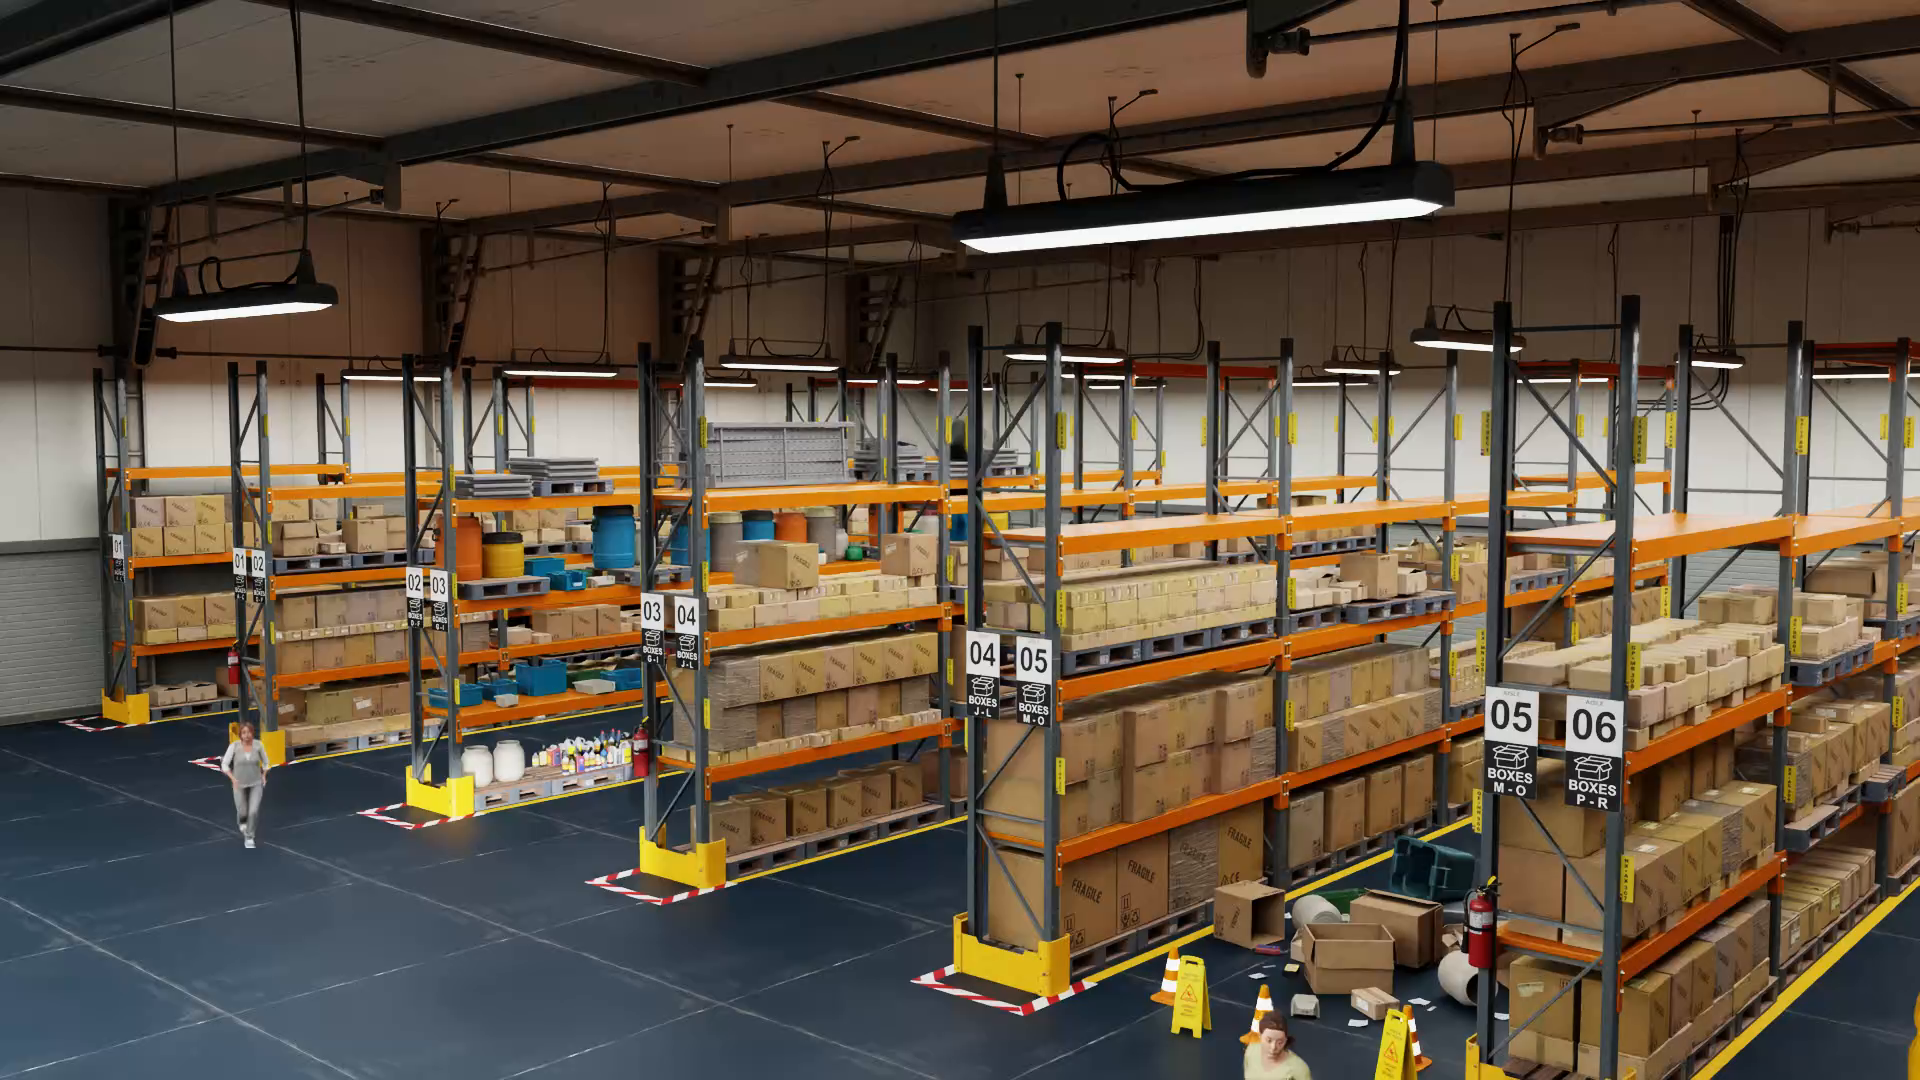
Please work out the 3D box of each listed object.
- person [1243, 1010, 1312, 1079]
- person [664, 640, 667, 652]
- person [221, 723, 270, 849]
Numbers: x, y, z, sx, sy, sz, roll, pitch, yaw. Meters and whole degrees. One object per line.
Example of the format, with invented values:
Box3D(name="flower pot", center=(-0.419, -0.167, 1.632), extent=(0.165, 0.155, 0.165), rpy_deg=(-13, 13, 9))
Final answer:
Box3D(name="person", center=(1.904, 3.608, 10.083), extent=(0.564, 1.625, 0.605), rpy_deg=(2, 5, 29))
Box3D(name="person", center=(-6.049, 1.845, 33.905), extent=(0.519, 1.715, 0.847), rpy_deg=(3, 5, 37))
Box3D(name="person", center=(-8.595, 2.936, 20.022), extent=(0.540, 1.535, 0.581), rpy_deg=(-2, 5, -28))
